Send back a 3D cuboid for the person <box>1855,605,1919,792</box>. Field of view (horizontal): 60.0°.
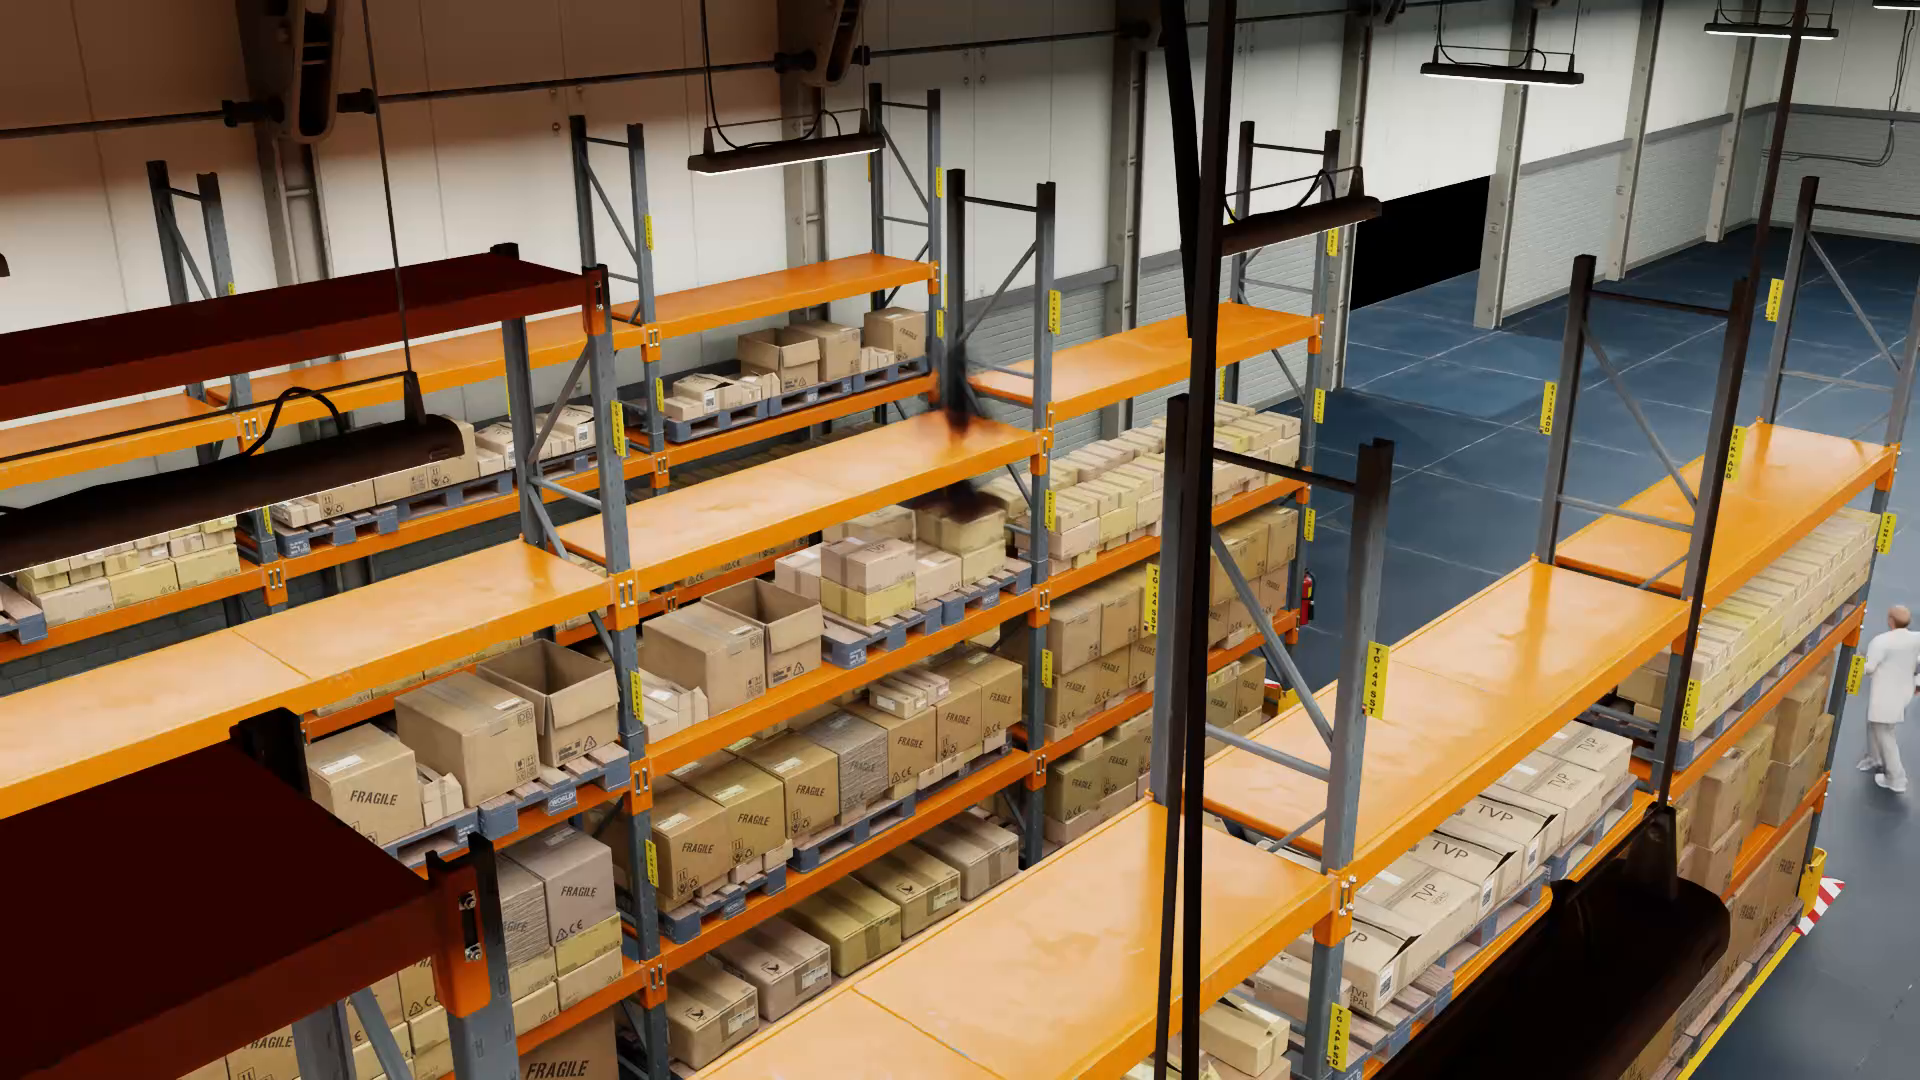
[{"bbox_3d":[8.820,1.502,15.779,0.636,1.830,0.936,-6,22,-14],"label":"person"}]
